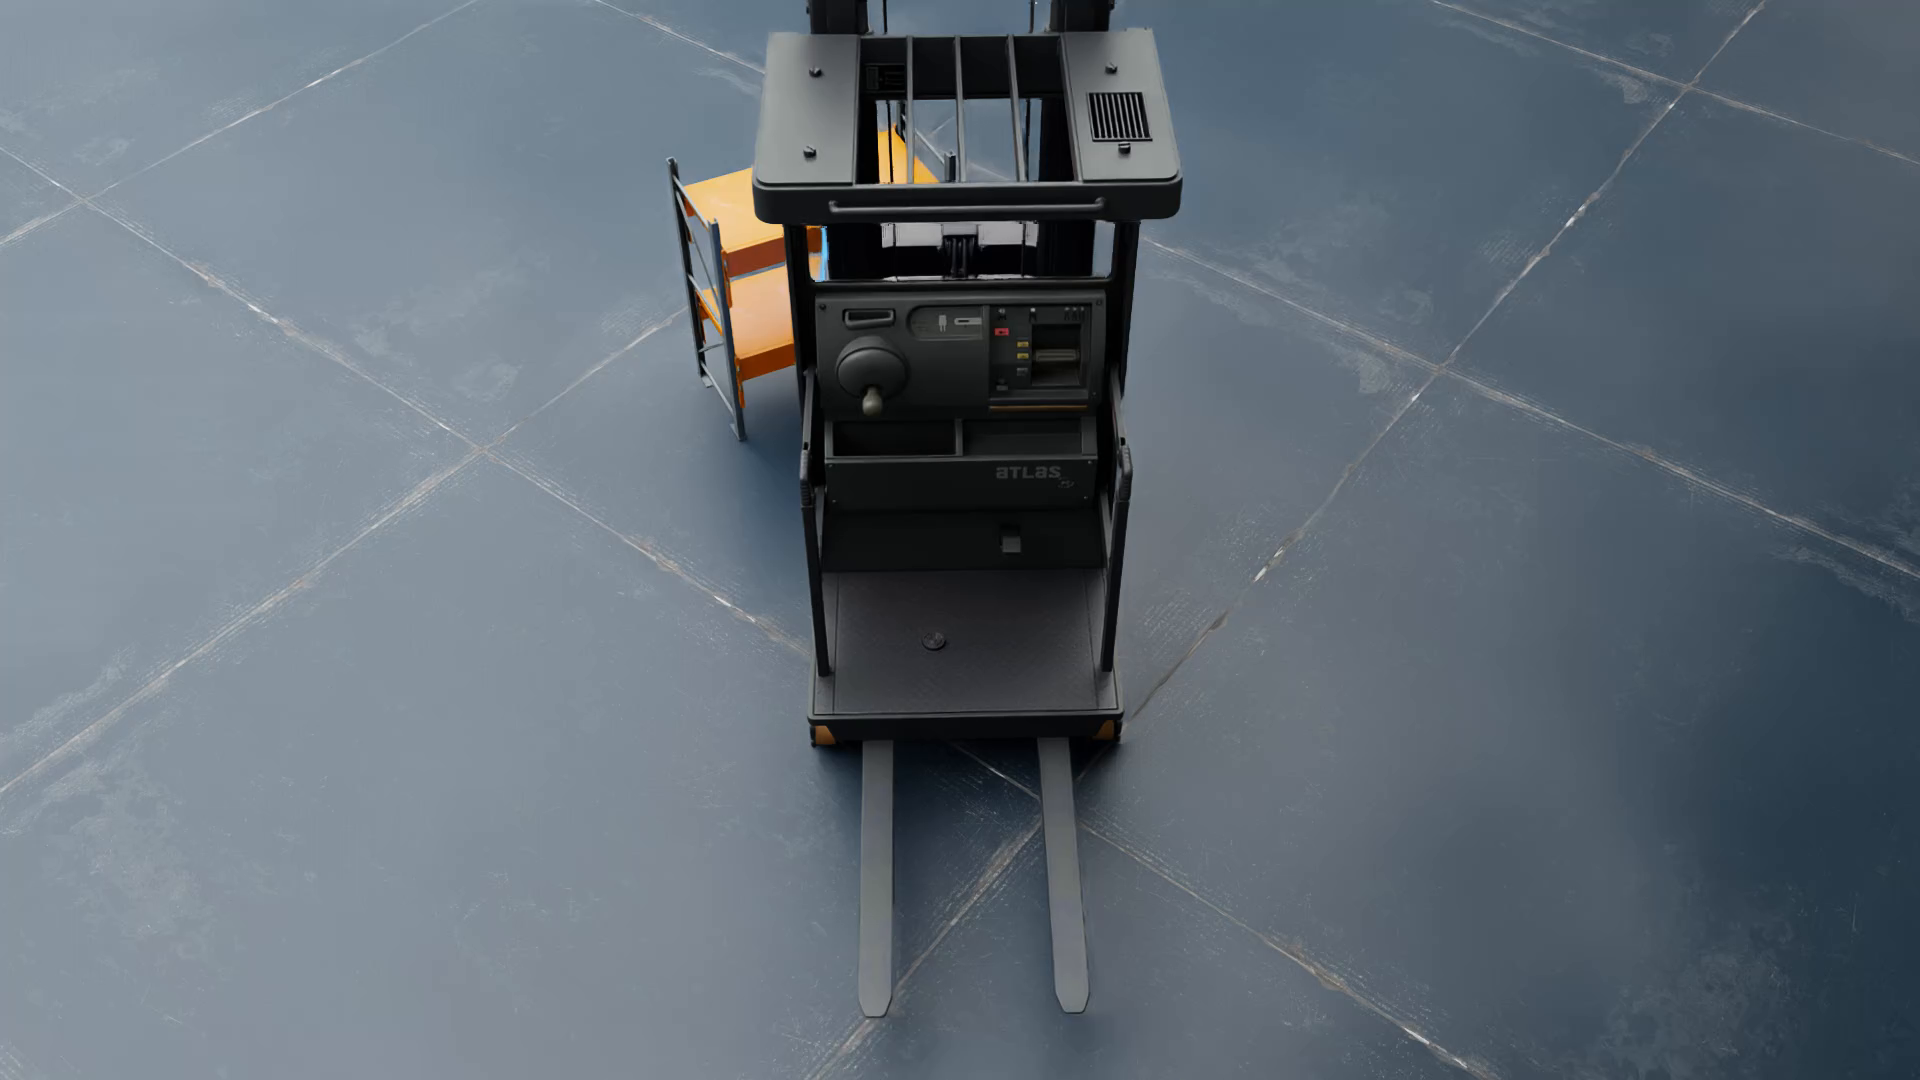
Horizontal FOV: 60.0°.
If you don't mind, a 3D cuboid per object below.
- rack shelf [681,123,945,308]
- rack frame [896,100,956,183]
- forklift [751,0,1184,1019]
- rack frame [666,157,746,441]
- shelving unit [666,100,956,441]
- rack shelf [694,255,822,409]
[{"bbox_3d":[-0.596,-1.351,6.858,1.000,0.278,0.538,-20,50,-18],"label":"rack shelf"},{"bbox_3d":[-0.144,-1.316,7.229,0.032,1.125,0.500,-20,50,-18],"label":"rack frame"},{"bbox_3d":[0.011,-0.507,5.207,1.130,2.935,3.031,-1,46,-1],"label":"forklift"},{"bbox_3d":[-1.049,-0.981,6.910,0.032,1.125,0.500,-20,50,-18],"label":"rack frame"},{"bbox_3d":[-0.596,-1.149,7.069,1.048,1.125,0.538,-20,50,-18],"label":"shelving unit"},{"bbox_3d":[-0.596,-0.980,7.246,1.000,0.278,0.538,-20,50,-18],"label":"rack shelf"}]
